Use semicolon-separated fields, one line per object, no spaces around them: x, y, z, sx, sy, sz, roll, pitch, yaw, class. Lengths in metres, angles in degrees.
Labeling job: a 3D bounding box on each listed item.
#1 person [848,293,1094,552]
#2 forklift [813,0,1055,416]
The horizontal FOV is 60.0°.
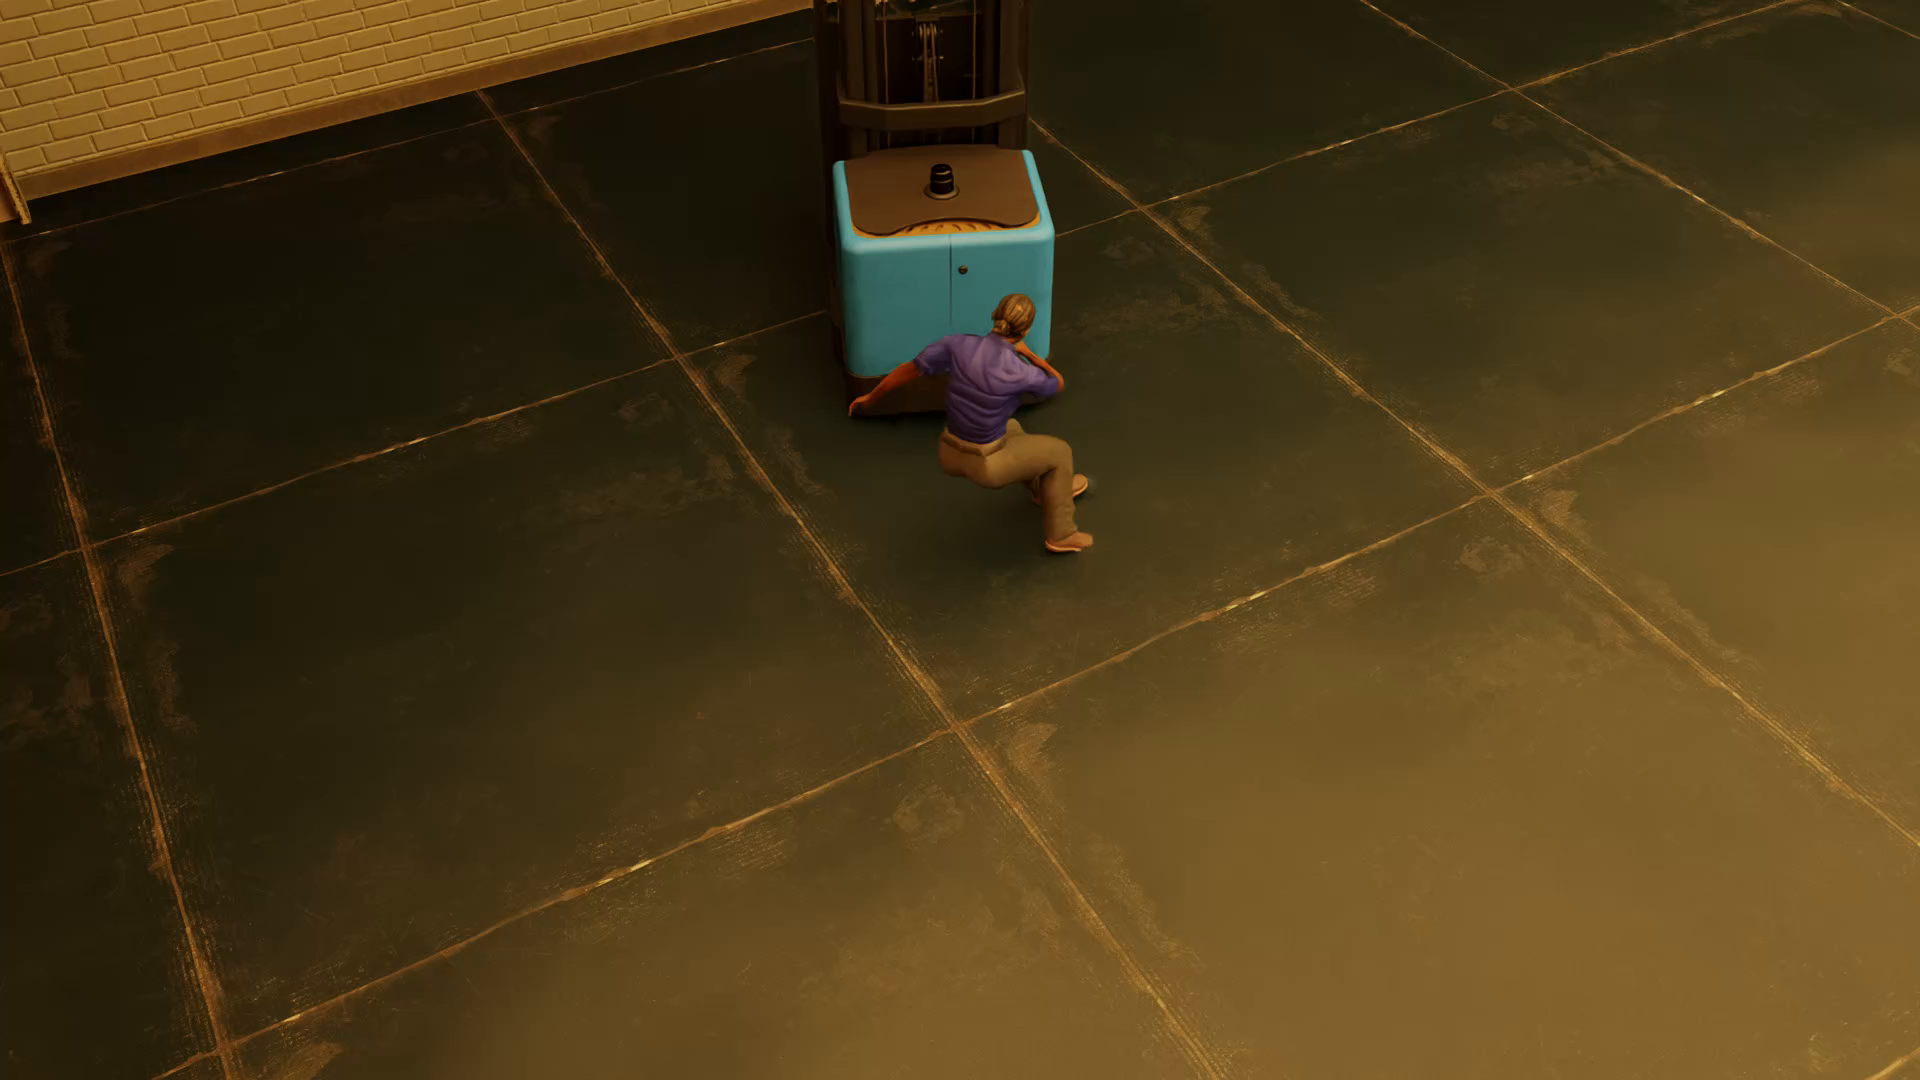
0.149;-0.581;7.533;1.000;1.396;0.900;26;49;25;person
-0.218;-2.708;8.617;1.130;2.935;3.031;-5;43;-5;forklift
